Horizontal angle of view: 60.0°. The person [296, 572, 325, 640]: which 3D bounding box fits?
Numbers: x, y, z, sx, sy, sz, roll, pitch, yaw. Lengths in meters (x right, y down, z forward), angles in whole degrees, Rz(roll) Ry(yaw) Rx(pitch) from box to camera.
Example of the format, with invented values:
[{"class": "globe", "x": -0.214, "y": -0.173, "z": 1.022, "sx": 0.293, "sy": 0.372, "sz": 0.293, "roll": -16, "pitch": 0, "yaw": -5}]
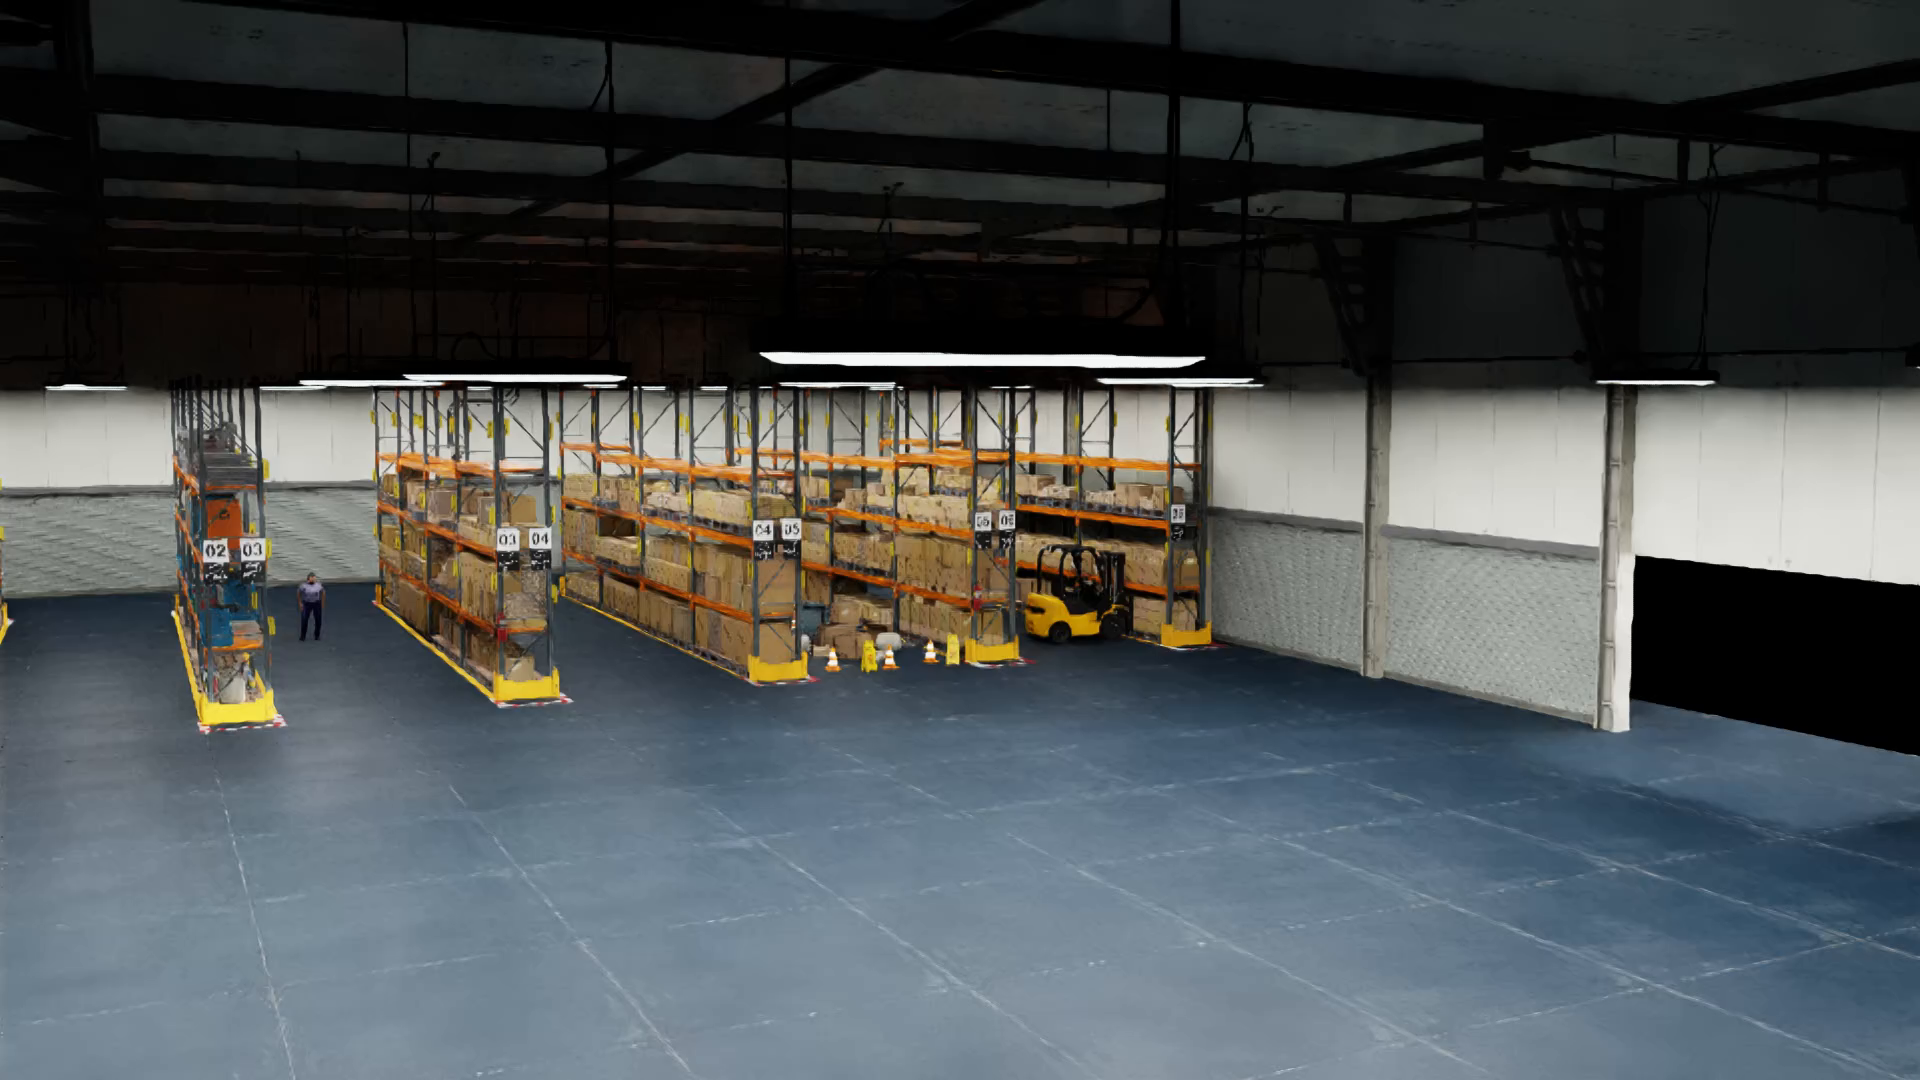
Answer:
[{"class": "person", "x": -14.997, "y": 1.519, "z": 38.439, "sx": 0.625, "sy": 1.596, "sz": 0.517, "roll": -3, "pitch": 6, "yaw": -28}]
